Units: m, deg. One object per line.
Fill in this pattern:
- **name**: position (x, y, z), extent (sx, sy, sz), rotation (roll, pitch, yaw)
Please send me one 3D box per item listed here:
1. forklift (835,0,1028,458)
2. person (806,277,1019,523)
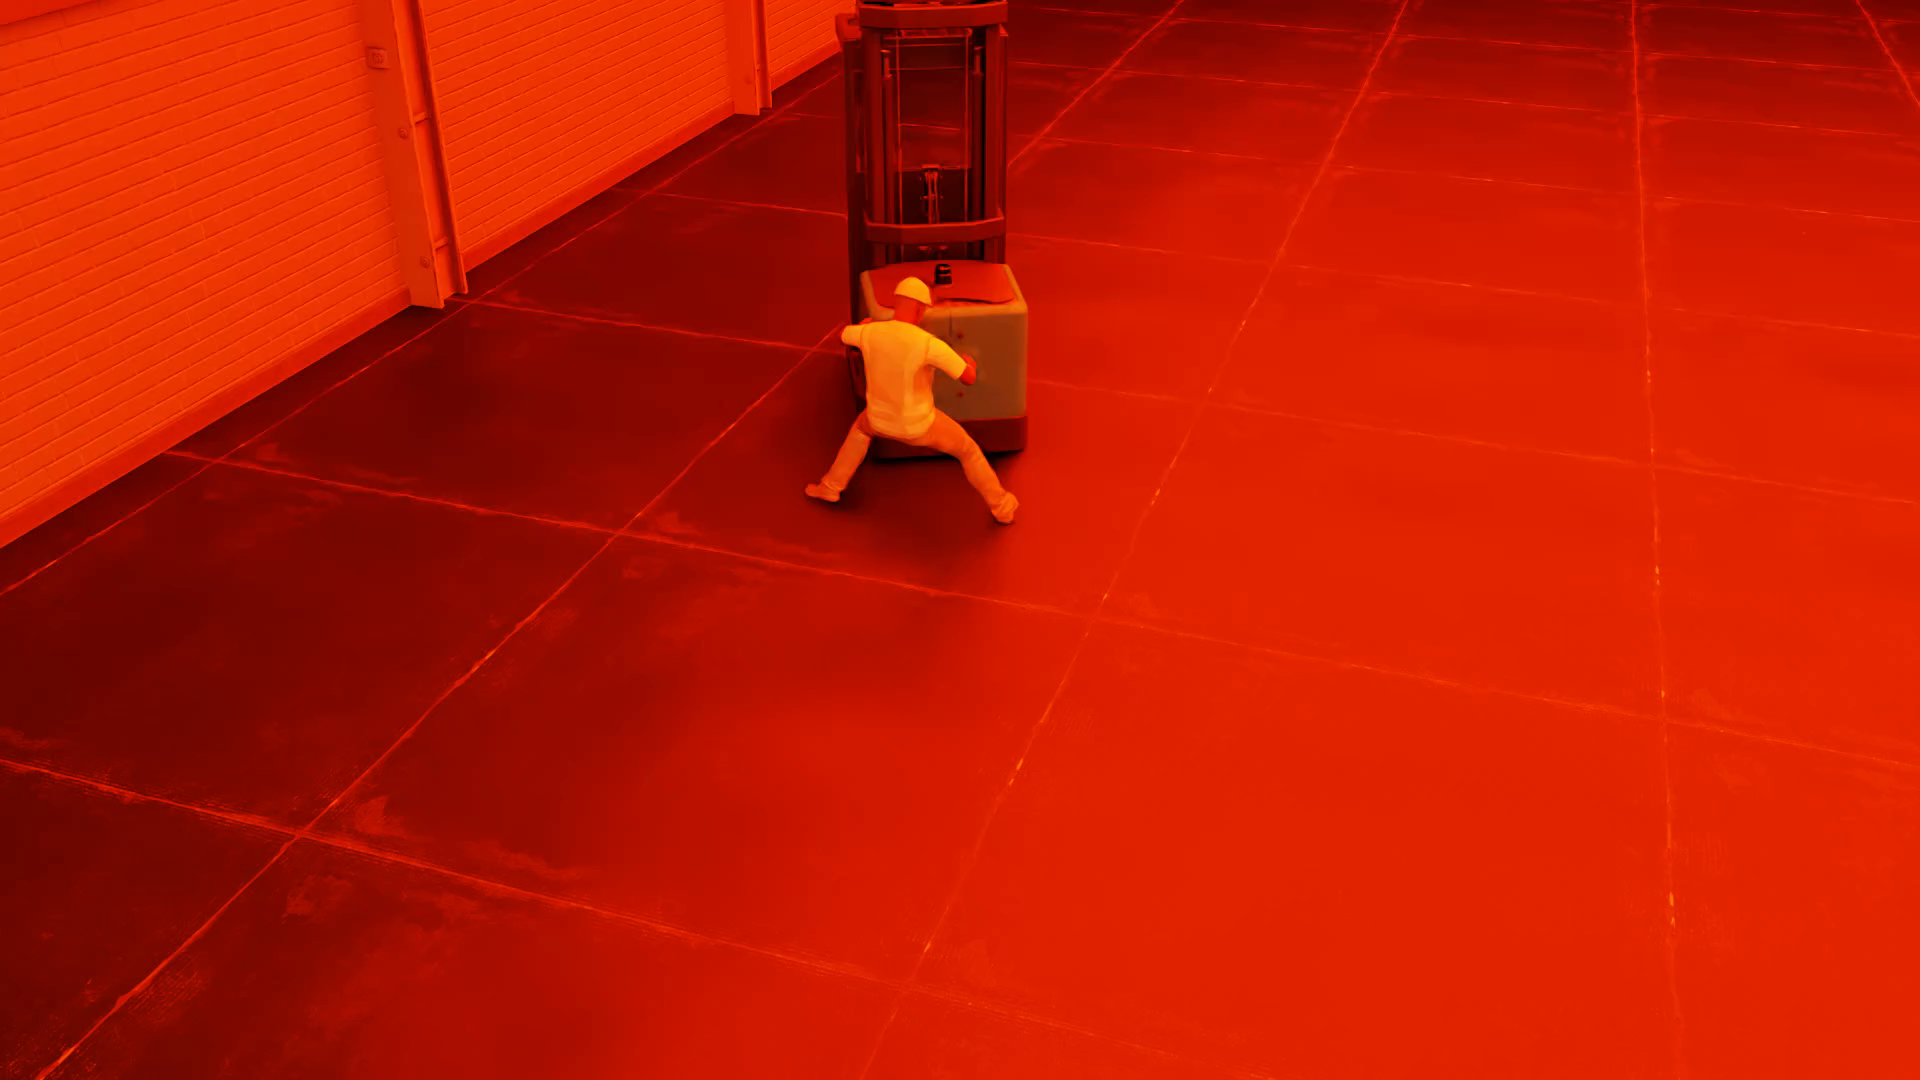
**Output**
- **forklift**: position (-0.259, -2.518, 11.553), extent (1.130, 2.935, 3.031), rotation (-4, 30, -7)
- **person**: position (-0.304, -0.885, 10.089), extent (1.293, 1.543, 0.722), rotation (15, 33, 25)
